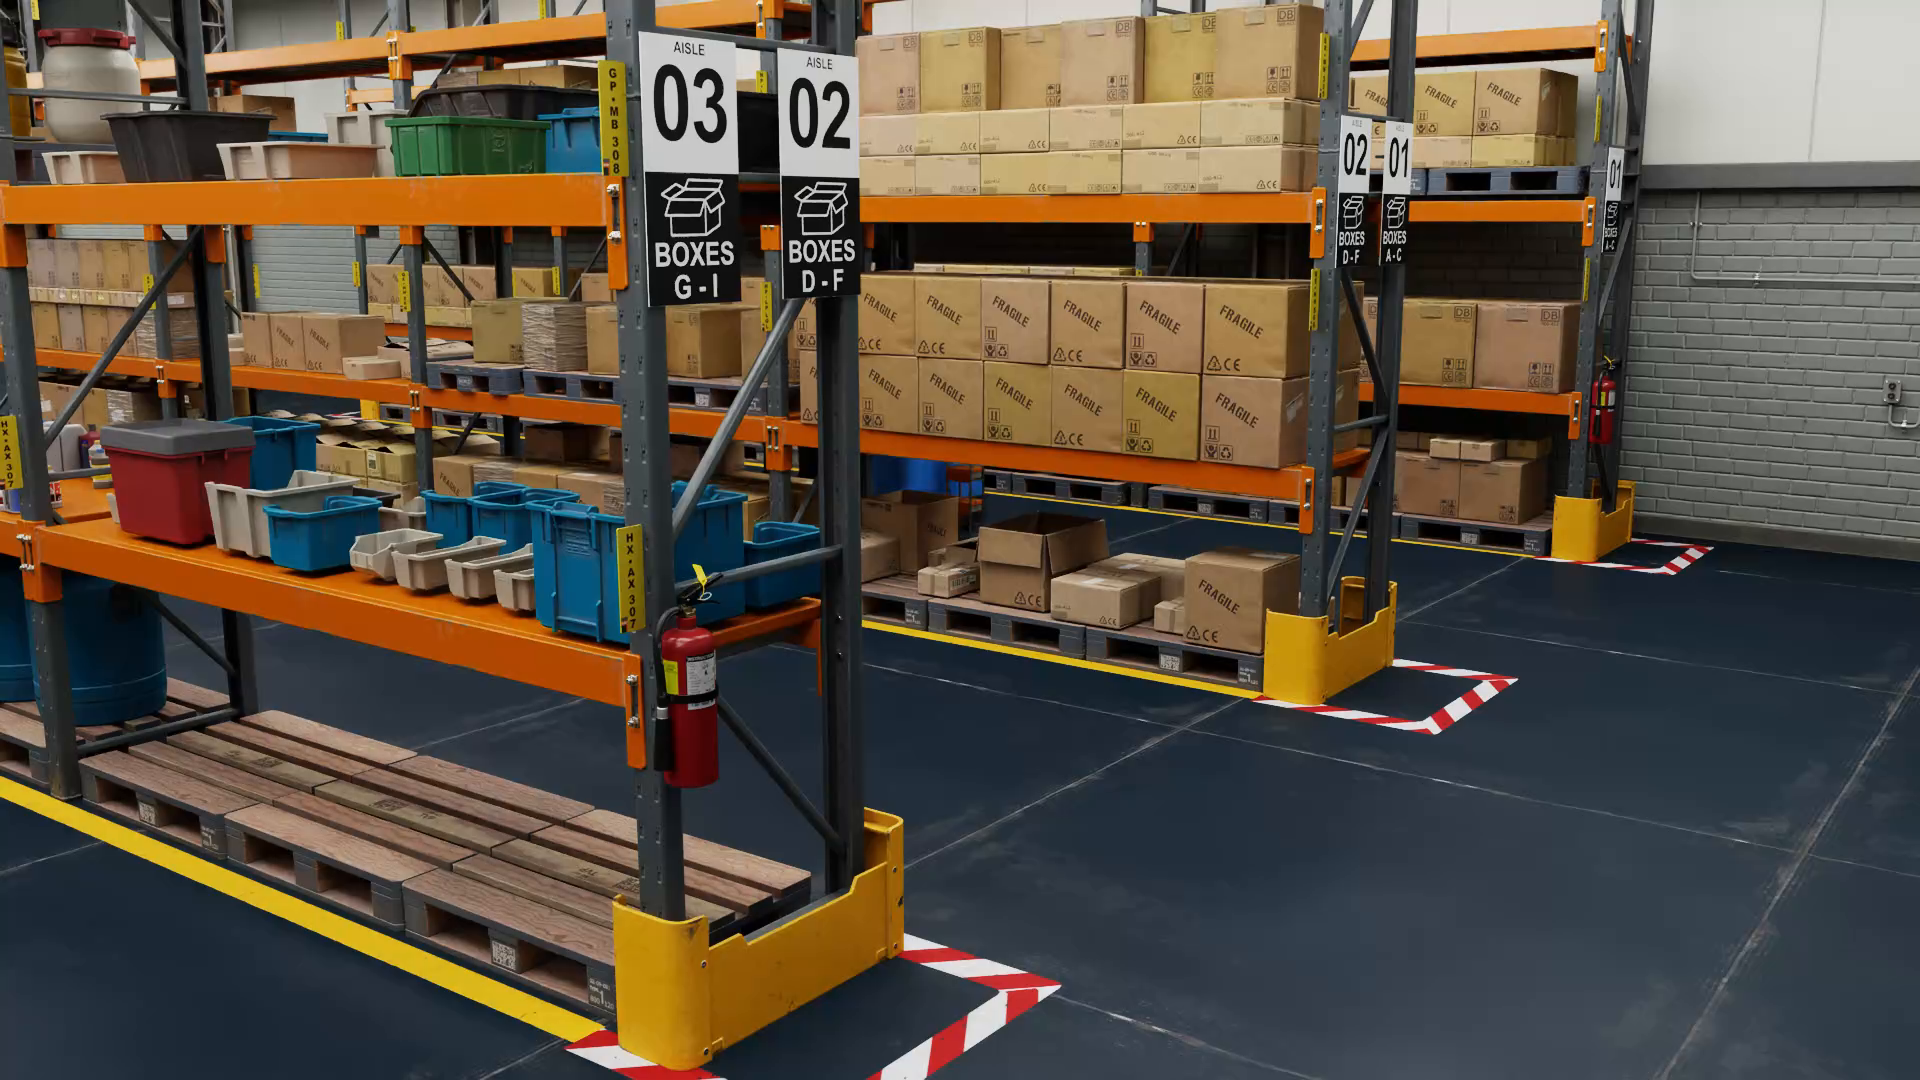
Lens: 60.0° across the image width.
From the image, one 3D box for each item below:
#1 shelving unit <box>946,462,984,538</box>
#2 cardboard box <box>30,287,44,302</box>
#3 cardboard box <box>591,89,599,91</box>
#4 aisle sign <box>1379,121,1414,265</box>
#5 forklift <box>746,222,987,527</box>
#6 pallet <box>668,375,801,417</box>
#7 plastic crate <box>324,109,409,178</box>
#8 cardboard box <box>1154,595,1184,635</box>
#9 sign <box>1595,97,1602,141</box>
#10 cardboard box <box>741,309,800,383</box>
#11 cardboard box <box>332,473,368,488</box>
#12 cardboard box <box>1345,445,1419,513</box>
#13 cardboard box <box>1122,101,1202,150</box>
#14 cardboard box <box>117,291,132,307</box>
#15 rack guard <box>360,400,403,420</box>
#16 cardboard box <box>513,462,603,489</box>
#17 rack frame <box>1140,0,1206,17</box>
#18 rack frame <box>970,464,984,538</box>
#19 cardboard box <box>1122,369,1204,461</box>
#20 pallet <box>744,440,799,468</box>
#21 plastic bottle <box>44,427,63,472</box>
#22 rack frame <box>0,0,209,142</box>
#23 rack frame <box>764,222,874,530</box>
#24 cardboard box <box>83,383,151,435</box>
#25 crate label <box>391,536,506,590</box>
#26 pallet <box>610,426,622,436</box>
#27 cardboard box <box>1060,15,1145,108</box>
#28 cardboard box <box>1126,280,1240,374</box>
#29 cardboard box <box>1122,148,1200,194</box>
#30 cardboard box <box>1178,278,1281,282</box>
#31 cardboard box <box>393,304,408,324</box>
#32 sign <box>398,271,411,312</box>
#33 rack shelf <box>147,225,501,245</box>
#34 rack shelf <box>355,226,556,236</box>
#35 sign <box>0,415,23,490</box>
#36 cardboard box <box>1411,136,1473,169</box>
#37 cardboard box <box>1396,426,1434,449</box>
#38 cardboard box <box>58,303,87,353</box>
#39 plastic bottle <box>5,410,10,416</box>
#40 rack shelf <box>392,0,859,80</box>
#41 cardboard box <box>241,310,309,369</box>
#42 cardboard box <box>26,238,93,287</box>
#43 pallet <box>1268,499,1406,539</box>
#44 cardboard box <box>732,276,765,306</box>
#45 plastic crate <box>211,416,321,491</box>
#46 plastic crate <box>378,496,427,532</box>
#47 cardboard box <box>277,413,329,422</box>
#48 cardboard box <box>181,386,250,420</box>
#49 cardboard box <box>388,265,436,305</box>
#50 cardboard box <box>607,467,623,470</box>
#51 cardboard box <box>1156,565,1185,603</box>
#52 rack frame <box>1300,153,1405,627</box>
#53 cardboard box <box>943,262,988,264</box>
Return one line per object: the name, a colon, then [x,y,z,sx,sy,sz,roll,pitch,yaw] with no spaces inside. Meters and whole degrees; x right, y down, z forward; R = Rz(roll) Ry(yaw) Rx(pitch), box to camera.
shelving unit: [0.043,-0.509,13.899,0.252,1.050,0.215,8,13,36]
cardboard box: [-9.632,-2.618,17.695,0.250,0.149,0.380,7,13,34]
cardboard box: [-2.421,-3.089,12.569,0.600,0.600,0.600,7,13,33]
aisle sign: [2.471,-1.958,9.410,0.004,0.787,0.394,8,13,36]
forklift: [-1.196,-1.660,14.894,3.031,2.935,1.130,10,15,41]
pallet: [-1.562,-1.107,12.358,1.213,0.211,1.003,8,13,36]
plastic crate: [-2.297,-1.598,6.806,0.530,0.282,0.437,8,13,36]
cardboard box: [1.385,0.448,10.120,0.250,0.166,0.380,8,13,36]
sign: [4.839,-3.190,12.604,0.005,0.325,0.100,8,13,36]
cardboard box: [-1.232,-1.437,12.192,0.500,0.500,0.700,3,11,16]
cardboard box: [-5.192,-0.479,14.744,0.500,0.250,0.500,8,13,35]
cardboard box: [3.739,-0.558,14.494,0.500,0.500,0.700,7,13,34]
cardboard box: [1.274,-2.364,9.534,0.500,0.250,0.500,8,13,36]
cardboard box: [-8.187,-2.416,16.651,0.250,0.149,0.380,7,13,34]
rack guard: [-7.664,-1.966,22.878,0.348,0.500,1.175,8,13,36]
cardboard box: [-3.182,-0.323,13.223,0.500,0.500,0.500,8,13,35]
rack frame: [1.947,-4.799,15.141,0.127,3.000,1.000,8,13,36]
rack frame: [0.141,-0.496,13.828,0.008,1.050,0.200,8,13,36]
cardboard box: [1.300,-0.760,9.799,0.500,0.500,0.500,8,14,36]
pallet: [-1.906,-1.022,18.756,1.213,0.211,1.003,8,13,36]
plastic bottle: [-4.901,-0.467,8.872,0.135,0.276,0.152,8,13,36]
rack frame: [-3.917,-3.282,7.302,0.127,3.000,1.000,8,13,36]
rack frame: [-0.982,-1.094,11.789,0.127,3.000,1.000,8,13,36]
cardboard box: [-8.735,-1.350,17.272,0.500,0.500,0.500,8,13,36]
crate label: [-1.921,0.087,6.219,0.243,0.136,0.396,8,13,36]
pallet: [-3.873,-1.296,20.174,1.213,0.211,1.003,8,13,36]
cardboard box: [0.999,-2.822,9.924,0.500,0.500,0.700,8,13,36]
cardboard box: [1.313,-1.249,9.694,0.500,0.500,0.500,8,14,37]
cardboard box: [1.275,-2.119,9.583,0.500,0.250,0.500,8,13,36]
cardboard box: [1.615,-1.332,10.124,0.500,0.500,0.500,8,14,36]
cardboard box: [-7.093,-2.979,21.872,0.500,0.250,0.500,7,13,34]
sign: [-4.532,-2.027,13.563,0.005,0.325,0.100,8,13,36]
rack shelf: [-5.818,-2.888,15.059,4.000,0.370,1.077,8,13,36]
rack shelf: [-6.113,-4.097,21.306,4.000,0.370,1.077,8,13,36]
sign: [-4.244,-0.388,7.411,0.005,0.325,0.100,8,13,36]
cardboard box: [4.003,-3.158,13.584,0.500,0.250,0.500,7,13,33]
cardboard box: [3.951,-0.894,14.523,0.250,0.149,0.380,8,14,36]
cardboard box: [-9.036,-2.264,17.574,0.500,0.500,0.700,8,14,37]
plastic bottle: [-5.281,-0.593,9.329,0.185,0.351,0.144,8,13,36]
rack shelf: [-2.594,-3.715,12.488,4.000,0.370,1.077,8,13,36]
cardboard box: [-6.396,-1.895,15.663,0.500,0.500,0.500,9,14,40]
cardboard box: [-9.816,-3.011,18.017,0.500,0.500,0.700,8,13,34]
pallet: [3.501,-0.250,14.764,1.213,0.211,1.003,8,13,36]
cardboard box: [-2.128,-2.678,18.553,0.500,0.500,0.700,6,13,30]
plastic crate: [-3.339,-0.358,7.866,0.575,0.384,0.392,8,13,36]
plastic crate: [-2.336,-0.087,7.117,0.466,0.136,0.293,8,13,36]
cardboard box: [-6.511,-1.066,16.300,0.500,0.311,0.500,8,14,37]
cardboard box: [-7.619,-1.318,17.106,0.500,0.500,0.500,8,13,36]
cardboard box: [-7.126,-3.350,21.816,0.500,0.500,0.500,8,14,36]
cardboard box: [-2.470,-0.347,13.350,0.500,0.500,0.500,7,13,33]
cardboard box: [1.569,0.329,10.515,0.500,0.250,0.500,8,13,36]
rack frame: [2.242,-0.645,9.465,0.127,3.000,1.000,8,13,36]
cardboard box: [0.069,-2.748,17.262,0.500,0.250,0.500,8,13,34]
